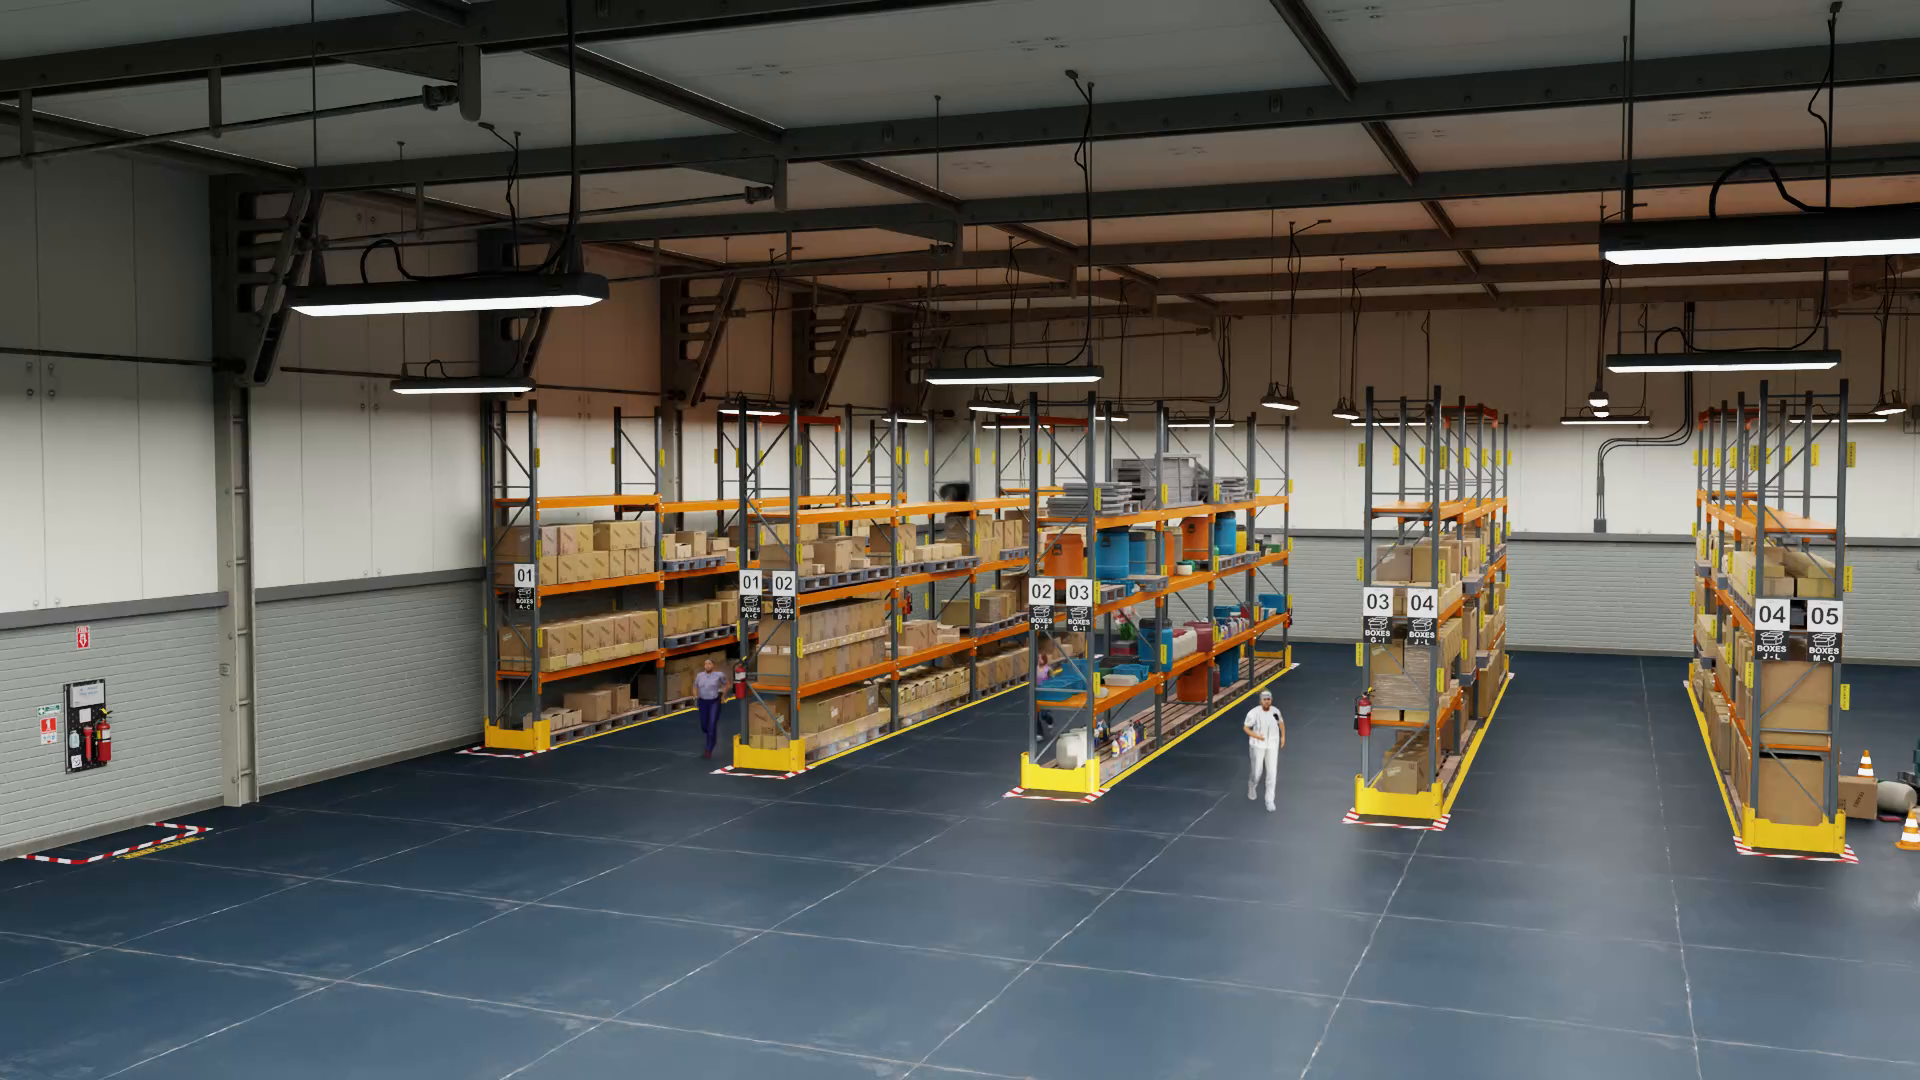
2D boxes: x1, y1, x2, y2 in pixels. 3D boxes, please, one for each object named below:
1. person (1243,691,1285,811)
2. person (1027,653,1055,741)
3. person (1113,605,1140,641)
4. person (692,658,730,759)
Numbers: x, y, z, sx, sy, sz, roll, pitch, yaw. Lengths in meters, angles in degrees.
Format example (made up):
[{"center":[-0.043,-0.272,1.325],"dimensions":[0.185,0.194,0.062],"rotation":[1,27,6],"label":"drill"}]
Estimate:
[{"center":[4.379,3.001,23.938],"dimensions":[0.628,1.692,0.807],"rotation":[0,3,-3],"label":"person"},{"center":[1.451,2.771,29.506],"dimensions":[0.535,1.548,0.567],"rotation":[1,3,25],"label":"person"},{"center":[4.130,2.077,41.985],"dimensions":[0.771,1.754,0.755],"rotation":[-2,3,-29],"label":"person"},{"center":[-4.217,2.800,28.050],"dimensions":[0.609,1.645,0.918],"rotation":[0,3,8],"label":"person"}]
